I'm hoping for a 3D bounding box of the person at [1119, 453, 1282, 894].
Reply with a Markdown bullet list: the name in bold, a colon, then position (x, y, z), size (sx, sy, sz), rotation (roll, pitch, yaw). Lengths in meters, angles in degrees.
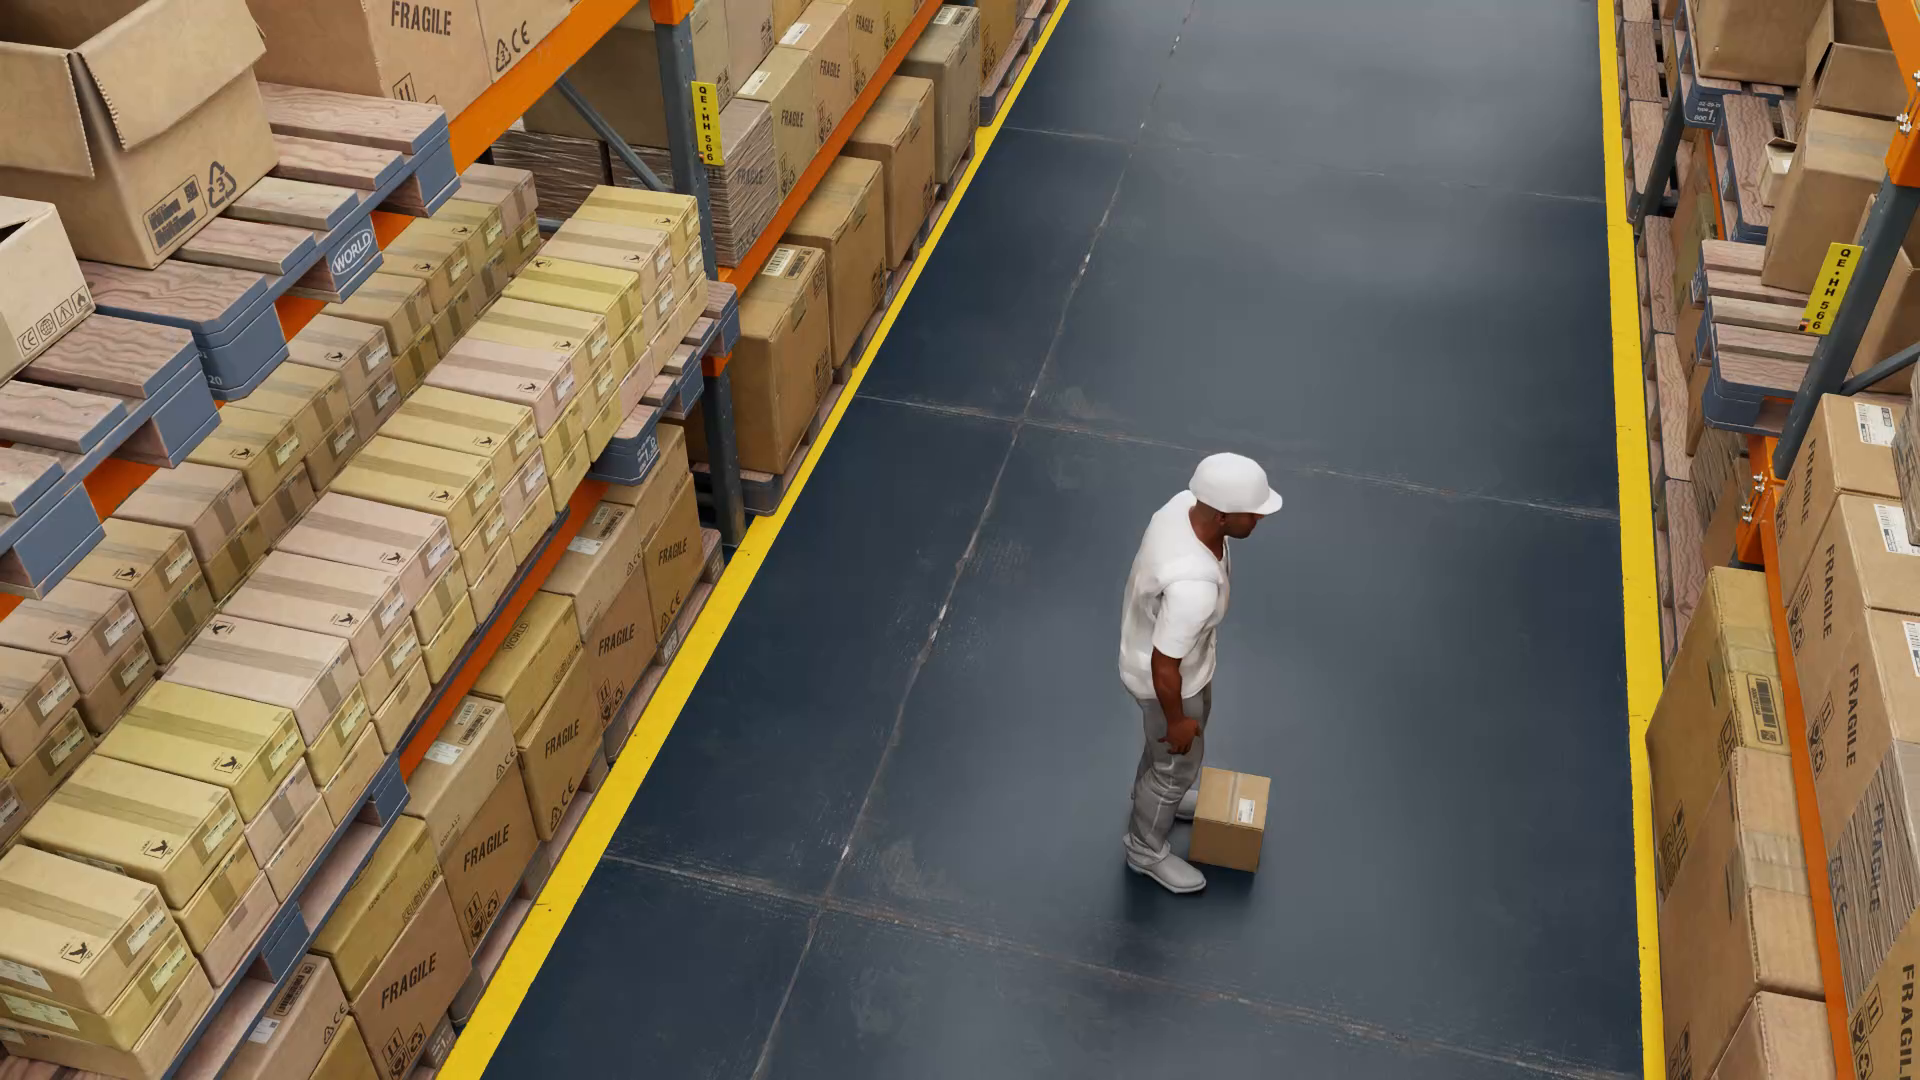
- **person**: position (0.768, 0.423, 5.655), size (0.463, 1.759, 0.626), rotation (8, 41, 9)
